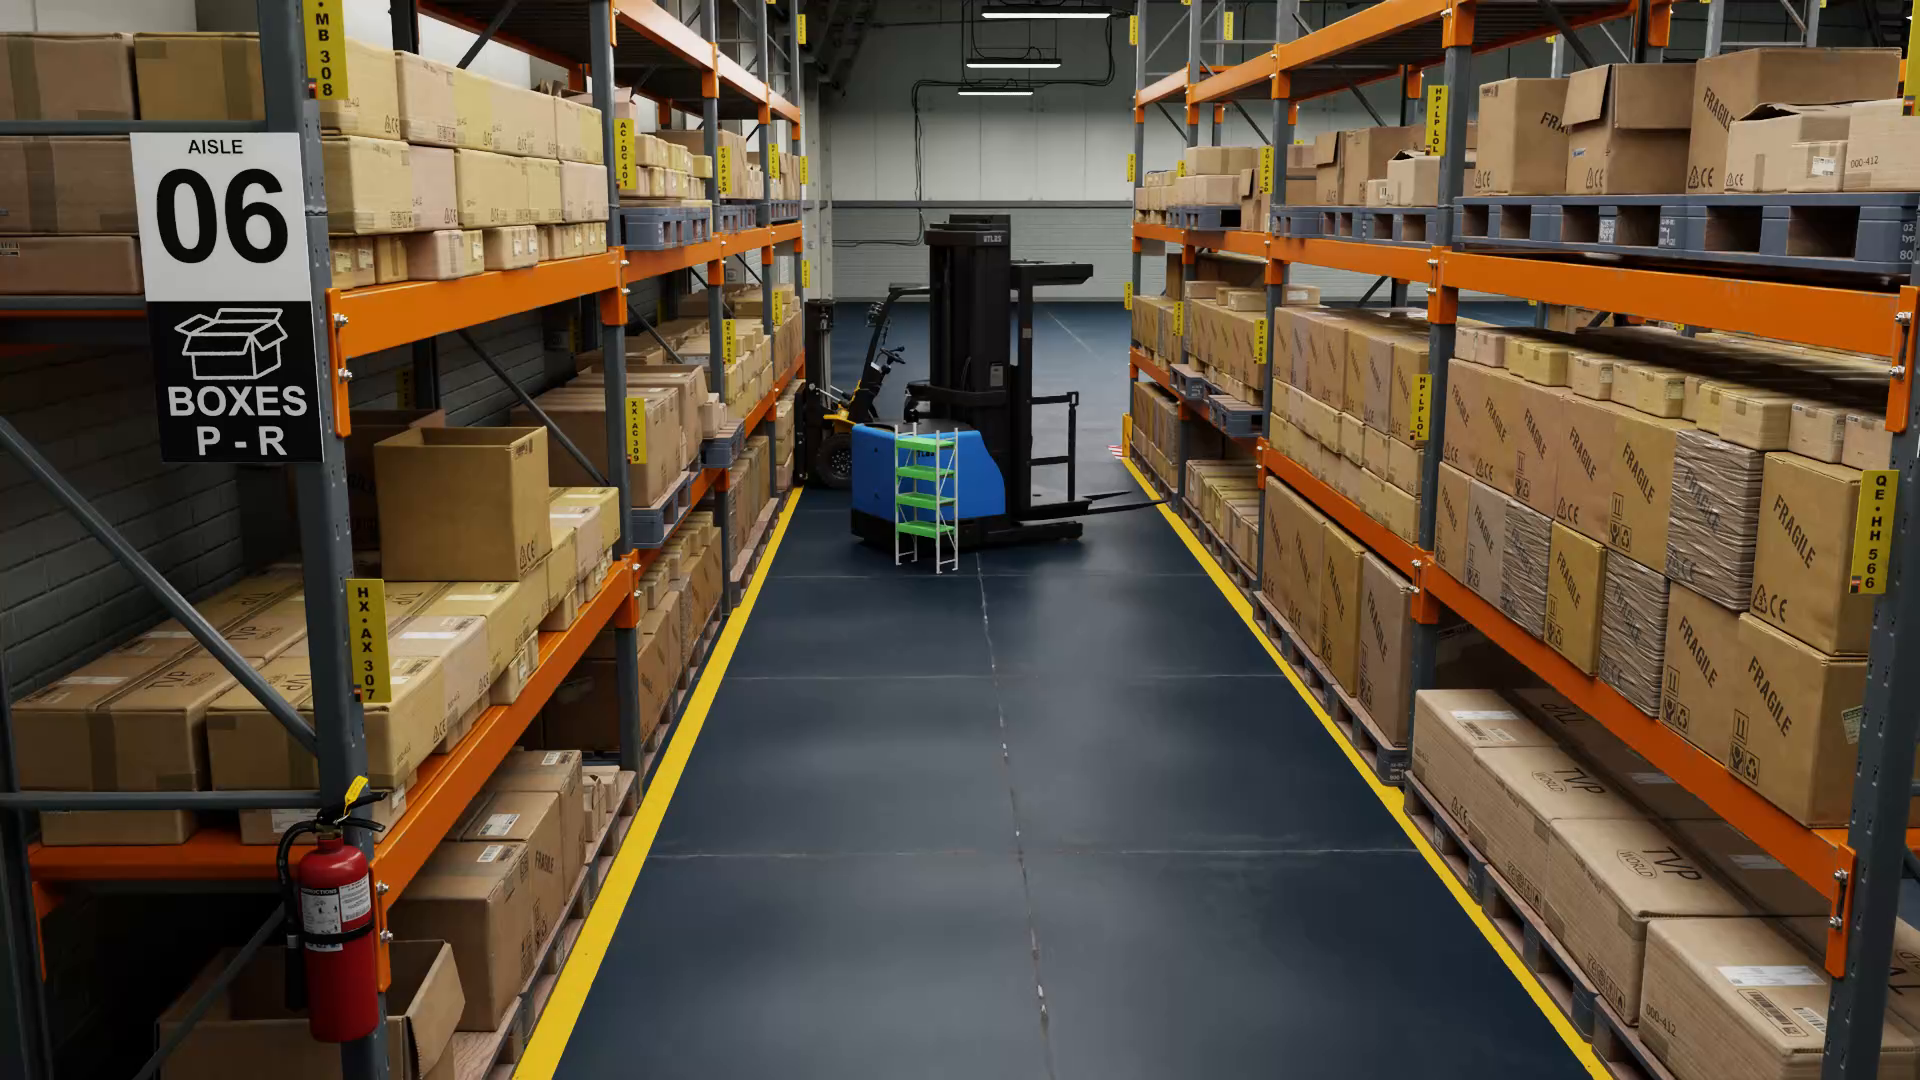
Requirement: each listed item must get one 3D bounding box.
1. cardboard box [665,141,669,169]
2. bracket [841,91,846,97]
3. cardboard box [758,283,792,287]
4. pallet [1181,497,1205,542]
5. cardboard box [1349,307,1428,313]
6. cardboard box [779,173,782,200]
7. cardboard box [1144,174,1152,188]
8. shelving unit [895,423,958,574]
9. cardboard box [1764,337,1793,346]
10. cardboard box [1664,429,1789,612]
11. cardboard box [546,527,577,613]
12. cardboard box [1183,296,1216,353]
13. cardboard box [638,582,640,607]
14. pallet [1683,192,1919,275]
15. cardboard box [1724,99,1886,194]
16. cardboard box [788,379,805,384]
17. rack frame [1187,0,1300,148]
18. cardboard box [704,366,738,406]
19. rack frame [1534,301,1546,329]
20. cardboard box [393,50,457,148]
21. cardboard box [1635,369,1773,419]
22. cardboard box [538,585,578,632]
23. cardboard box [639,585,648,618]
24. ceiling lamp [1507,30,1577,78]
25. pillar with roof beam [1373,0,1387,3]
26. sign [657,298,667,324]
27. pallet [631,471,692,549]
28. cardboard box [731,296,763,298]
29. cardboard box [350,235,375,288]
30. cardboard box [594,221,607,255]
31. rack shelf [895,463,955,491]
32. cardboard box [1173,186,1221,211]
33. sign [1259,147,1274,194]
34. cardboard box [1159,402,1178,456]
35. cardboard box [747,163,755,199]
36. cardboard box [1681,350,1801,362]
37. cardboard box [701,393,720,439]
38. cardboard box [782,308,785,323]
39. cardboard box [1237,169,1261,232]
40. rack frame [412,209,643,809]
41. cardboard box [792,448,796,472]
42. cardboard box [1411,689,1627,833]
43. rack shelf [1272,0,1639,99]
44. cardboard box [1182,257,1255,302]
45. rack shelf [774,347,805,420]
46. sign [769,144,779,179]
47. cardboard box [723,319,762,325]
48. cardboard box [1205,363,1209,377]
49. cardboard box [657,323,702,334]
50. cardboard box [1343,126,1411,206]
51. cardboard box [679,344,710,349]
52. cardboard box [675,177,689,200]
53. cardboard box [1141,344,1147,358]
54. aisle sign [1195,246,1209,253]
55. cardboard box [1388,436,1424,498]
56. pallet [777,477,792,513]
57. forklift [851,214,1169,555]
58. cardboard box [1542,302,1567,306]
[{"bbox_3d":[-1.778,-2.073,8.953,0.380,0.149,0.250,0,11,-2],"label":"cardboard box"},{"bbox_3d":[-3.596,-13.575,50.479,0.235,0.232,0.430,0,11,-1],"label":"bracket"},{"bbox_3d":[-2.169,-2.937,19.552,0.380,0.149,0.250,0,11,-1],"label":"cardboard box"},{"bbox_3d":[2.676,-0.199,15.702,1.003,0.211,1.213,0,11,-1],"label":"pallet"},{"bbox_3d":[3.013,-1.363,11.658,0.500,0.500,0.500,-1,11,-3],"label":"cardboard box"},{"bbox_3d":[-2.031,-3.655,17.207,0.396,0.266,0.258,-1,11,-2],"label":"cardboard box"},{"bbox_3d":[2.274,-4.032,18.662,0.380,0.149,0.250,0,11,-1],"label":"cardboard box"},{"bbox_3d":[-0.284,-0.358,13.998,0.503,1.200,0.258,11,16,43],"label":"shelving unit"},{"bbox_3d":[7.644,-1.999,14.792,0.700,0.500,0.500,0,11,-1],"label":"cardboard box"},{"bbox_3d":[2.618,-0.073,5.300,0.500,0.500,0.500,0,11,-1],"label":"cardboard box"},{"bbox_3d":[-1.862,0.117,6.757,0.500,0.250,0.500,0,11,-2],"label":"cardboard box"},{"bbox_3d":[2.381,-2.027,15.641,0.500,0.500,0.500,0,11,0],"label":"cardboard box"},{"bbox_3d":[-1.934,0.322,8.968,0.380,0.149,0.250,-1,11,-4],"label":"cardboard box"},{"bbox_3d":[2.880,-0.909,4.867,1.003,0.211,1.213,0,11,-1],"label":"pallet"},{"bbox_3d":[2.925,-1.314,5.556,0.500,0.311,0.500,0,11,0],"label":"cardboard box"},{"bbox_3d":[-2.066,-1.753,19.690,0.500,0.250,0.500,0,11,1],"label":"cardboard box"},{"bbox_3d":[2.658,-4.661,15.591,1.000,3.000,0.127,0,11,-1],"label":"rack frame"},{"bbox_3d":[-1.962,-1.165,12.570,0.500,0.250,0.500,0,11,-1],"label":"cardboard box"},{"bbox_3d":[7.522,-2.556,20.306,1.000,3.000,0.127,0,11,-1],"label":"rack frame"},{"bbox_3d":[-1.806,-1.292,4.902,0.500,0.250,0.500,0,11,-2],"label":"cardboard box"},{"bbox_3d":[2.617,-0.516,5.853,0.380,0.149,0.250,0,11,0],"label":"cardboard box"},{"bbox_3d":[-1.812,0.282,6.947,0.380,0.149,0.250,0,11,-2],"label":"cardboard box"},{"bbox_3d":[-1.999,0.359,9.533,0.380,0.149,0.250,0,11,-2],"label":"cardboard box"},{"bbox_3d":[15.382,-13.428,44.123,2.000,3.185,0.800,0,11,-1],"label":"ceiling lamp"},{"bbox_3d":[15.300,-15.598,47.625,6.894,0.400,0.400,0,11,-1],"label":"pillar with roof beam"},{"bbox_3d":[-2.859,-2.160,15.977,0.100,0.325,0.005,0,11,-1],"label":"sign"},{"bbox_3d":[-2.046,-0.175,9.049,1.003,0.211,1.213,0,11,-1],"label":"pallet"},{"bbox_3d":[-2.124,-2.379,16.802,0.380,0.149,0.250,0,11,-2],"label":"cardboard box"},{"bbox_3d":[-1.862,-0.778,4.626,0.380,0.149,0.250,0,11,0],"label":"cardboard box"},{"bbox_3d":[-1.836,-1.386,7.626,0.380,0.149,0.250,0,11,-2],"label":"cardboard box"},{"bbox_3d":[-0.284,-0.531,13.963,0.480,0.148,0.258,11,16,43],"label":"rack shelf"},{"bbox_3d":[2.380,-3.350,16.304,0.500,0.250,0.500,0,11,-2],"label":"cardboard box"},{"bbox_3d":[2.198,-2.647,11.910,0.100,0.325,0.005,0,11,-1],"label":"sign"},{"bbox_3d":[2.365,-1.164,17.417,0.500,0.500,0.500,0,11,0],"label":"cardboard box"},{"bbox_3d":[-2.030,-3.085,14.286,0.500,0.311,0.500,-1,11,-3],"label":"cardboard box"},{"bbox_3d":[3.111,-0.673,6.626,0.380,0.149,0.250,0,11,-2],"label":"cardboard box"},{"bbox_3d":[-1.876,-0.828,11.110,0.500,0.250,0.500,-1,11,-4],"label":"cardboard box"},{"bbox_3d":[-2.023,-2.336,17.336,0.380,0.149,0.250,0,11,-2],"label":"cardboard box"},{"bbox_3d":[2.681,-2.749,13.454,0.797,0.503,0.637,0,11,-1],"label":"cardboard box"},{"bbox_3d":[-2.139,-0.109,8.245,1.000,3.000,0.127,0,11,-1],"label":"rack frame"},{"bbox_3d":[-2.035,-0.858,17.796,0.500,0.250,0.500,0,11,0],"label":"cardboard box"},{"bbox_3d":[2.729,1.045,7.945,0.875,0.438,0.875,0,11,-2],"label":"cardboard box"},{"bbox_3d":[2.782,-2.920,9.824,1.077,0.370,4.000,0,11,-1],"label":"rack shelf"},{"bbox_3d":[2.792,-2.799,17.987,0.700,0.500,0.500,0,11,-2],"label":"cardboard box"},{"bbox_3d":[-2.346,-1.745,18.115,1.077,0.370,4.000,0,11,-1],"label":"rack shelf"},{"bbox_3d":[-1.762,-3.581,15.723,0.100,0.325,0.005,0,11,-1],"label":"sign"},{"bbox_3d":[-2.075,-2.000,15.679,0.380,0.149,0.250,0,11,1],"label":"cardboard box"},{"bbox_3d":[2.396,-1.535,14.849,0.380,0.149,0.250,0,11,0],"label":"cardboard box"},{"bbox_3d":[-2.554,-1.893,15.152,0.380,0.149,0.250,0,11,-1],"label":"cardboard box"},{"bbox_3d":[2.951,-2.455,10.952,0.700,0.500,0.500,-1,11,-4],"label":"cardboard box"},{"bbox_3d":[-1.972,-1.440,12.921,0.380,0.149,0.250,0,11,0],"label":"cardboard box"},{"bbox_3d":[-1.959,-2.274,10.744,0.380,0.149,0.250,0,11,-1],"label":"cardboard box"},{"bbox_3d":[2.279,-2.171,19.037,0.380,0.149,0.250,0,11,0],"label":"cardboard box"},{"bbox_3d":[2.864,-3.803,19.915,0.394,0.787,0.004,0,11,-1],"label":"aisle sign"},{"bbox_3d":[2.571,-0.389,8.741,0.500,0.250,0.500,0,11,-1],"label":"cardboard box"},{"bbox_3d":[-2.279,-0.491,17.141,1.003,0.211,1.213,0,11,-1],"label":"pallet"},{"bbox_3d":[0.538,-1.499,15.266,3.031,2.935,1.130,-7,13,-30],"label":"forklift"},{"bbox_3d":[7.491,-3.085,19.820,0.875,0.550,0.550,0,11,-1],"label":"cardboard box"}]
